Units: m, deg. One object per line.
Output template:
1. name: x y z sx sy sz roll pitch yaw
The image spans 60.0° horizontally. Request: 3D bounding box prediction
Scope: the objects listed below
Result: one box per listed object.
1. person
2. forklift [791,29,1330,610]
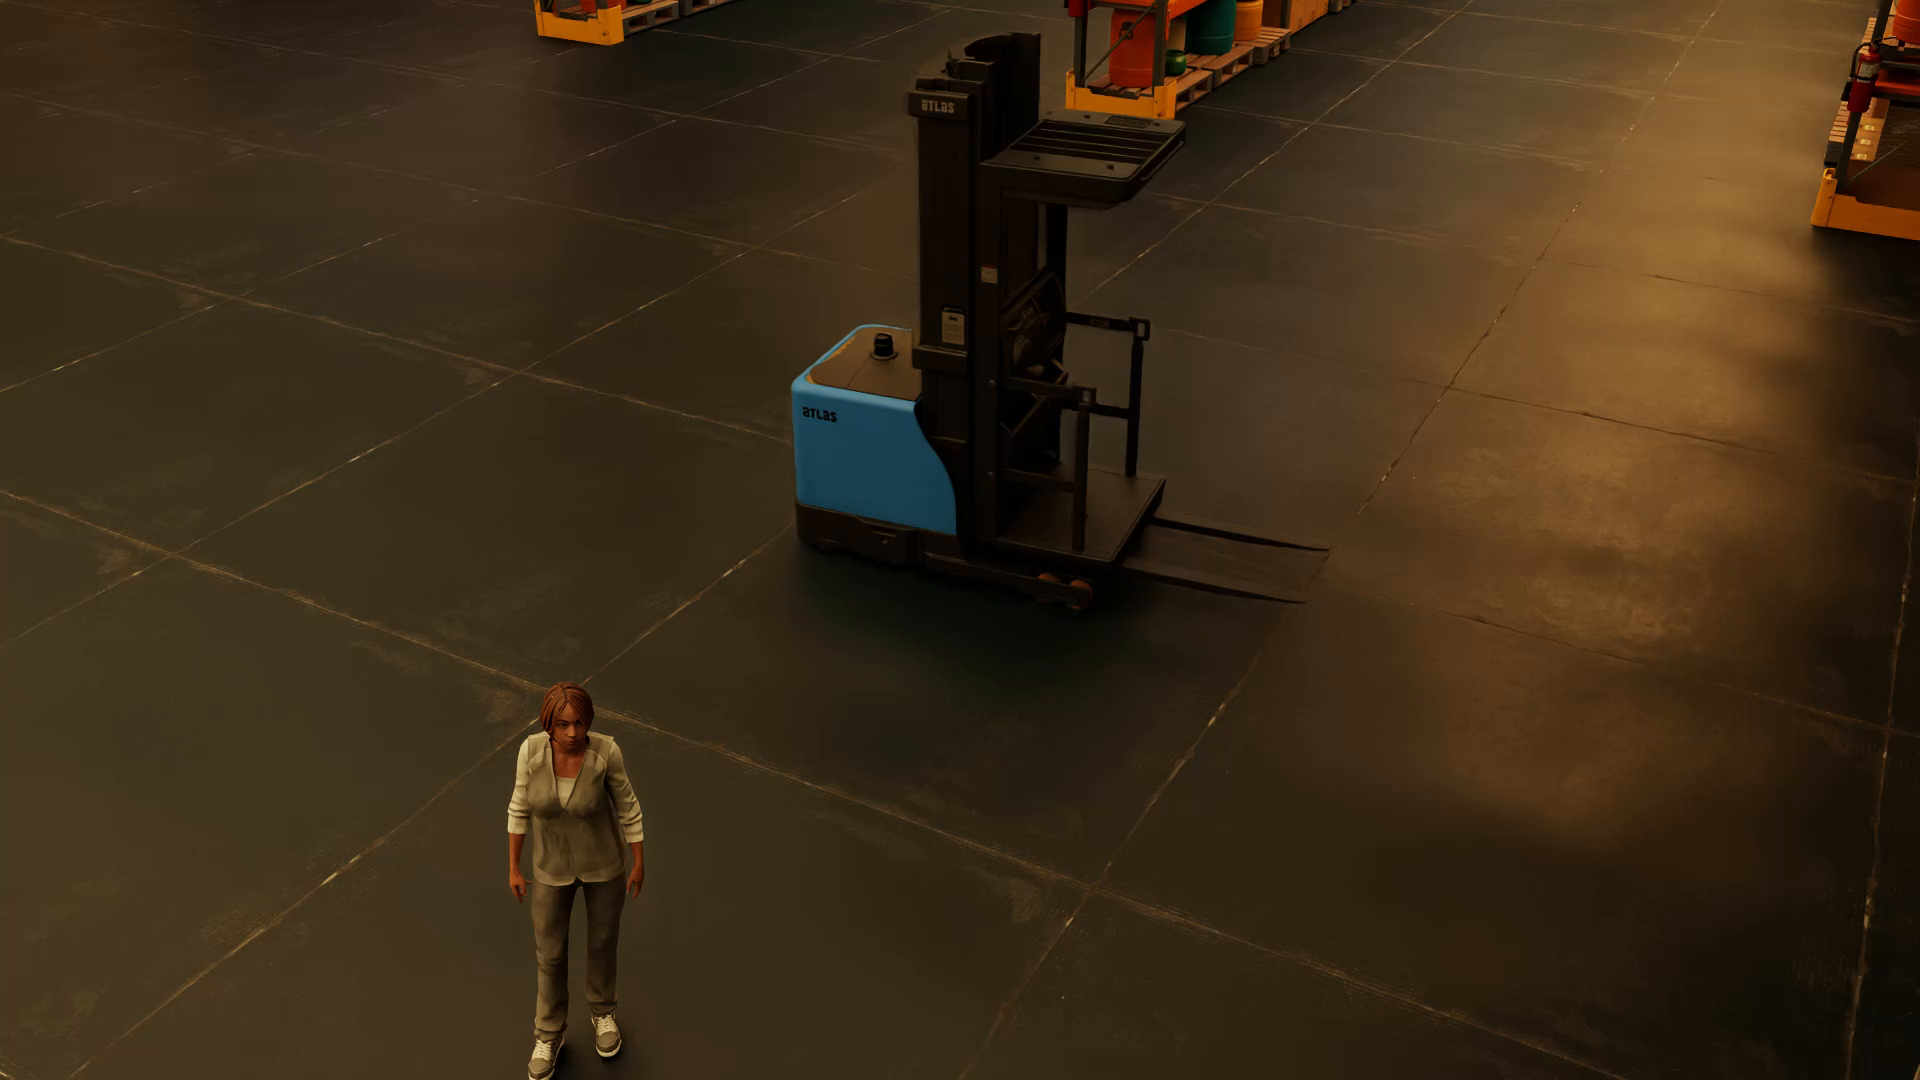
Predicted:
1. person: -1.429 1.279 6.190 0.520 1.582 0.475 -4 30 -7
2. forklift: 0.590 -1.177 9.110 3.031 2.935 1.130 11 32 19
